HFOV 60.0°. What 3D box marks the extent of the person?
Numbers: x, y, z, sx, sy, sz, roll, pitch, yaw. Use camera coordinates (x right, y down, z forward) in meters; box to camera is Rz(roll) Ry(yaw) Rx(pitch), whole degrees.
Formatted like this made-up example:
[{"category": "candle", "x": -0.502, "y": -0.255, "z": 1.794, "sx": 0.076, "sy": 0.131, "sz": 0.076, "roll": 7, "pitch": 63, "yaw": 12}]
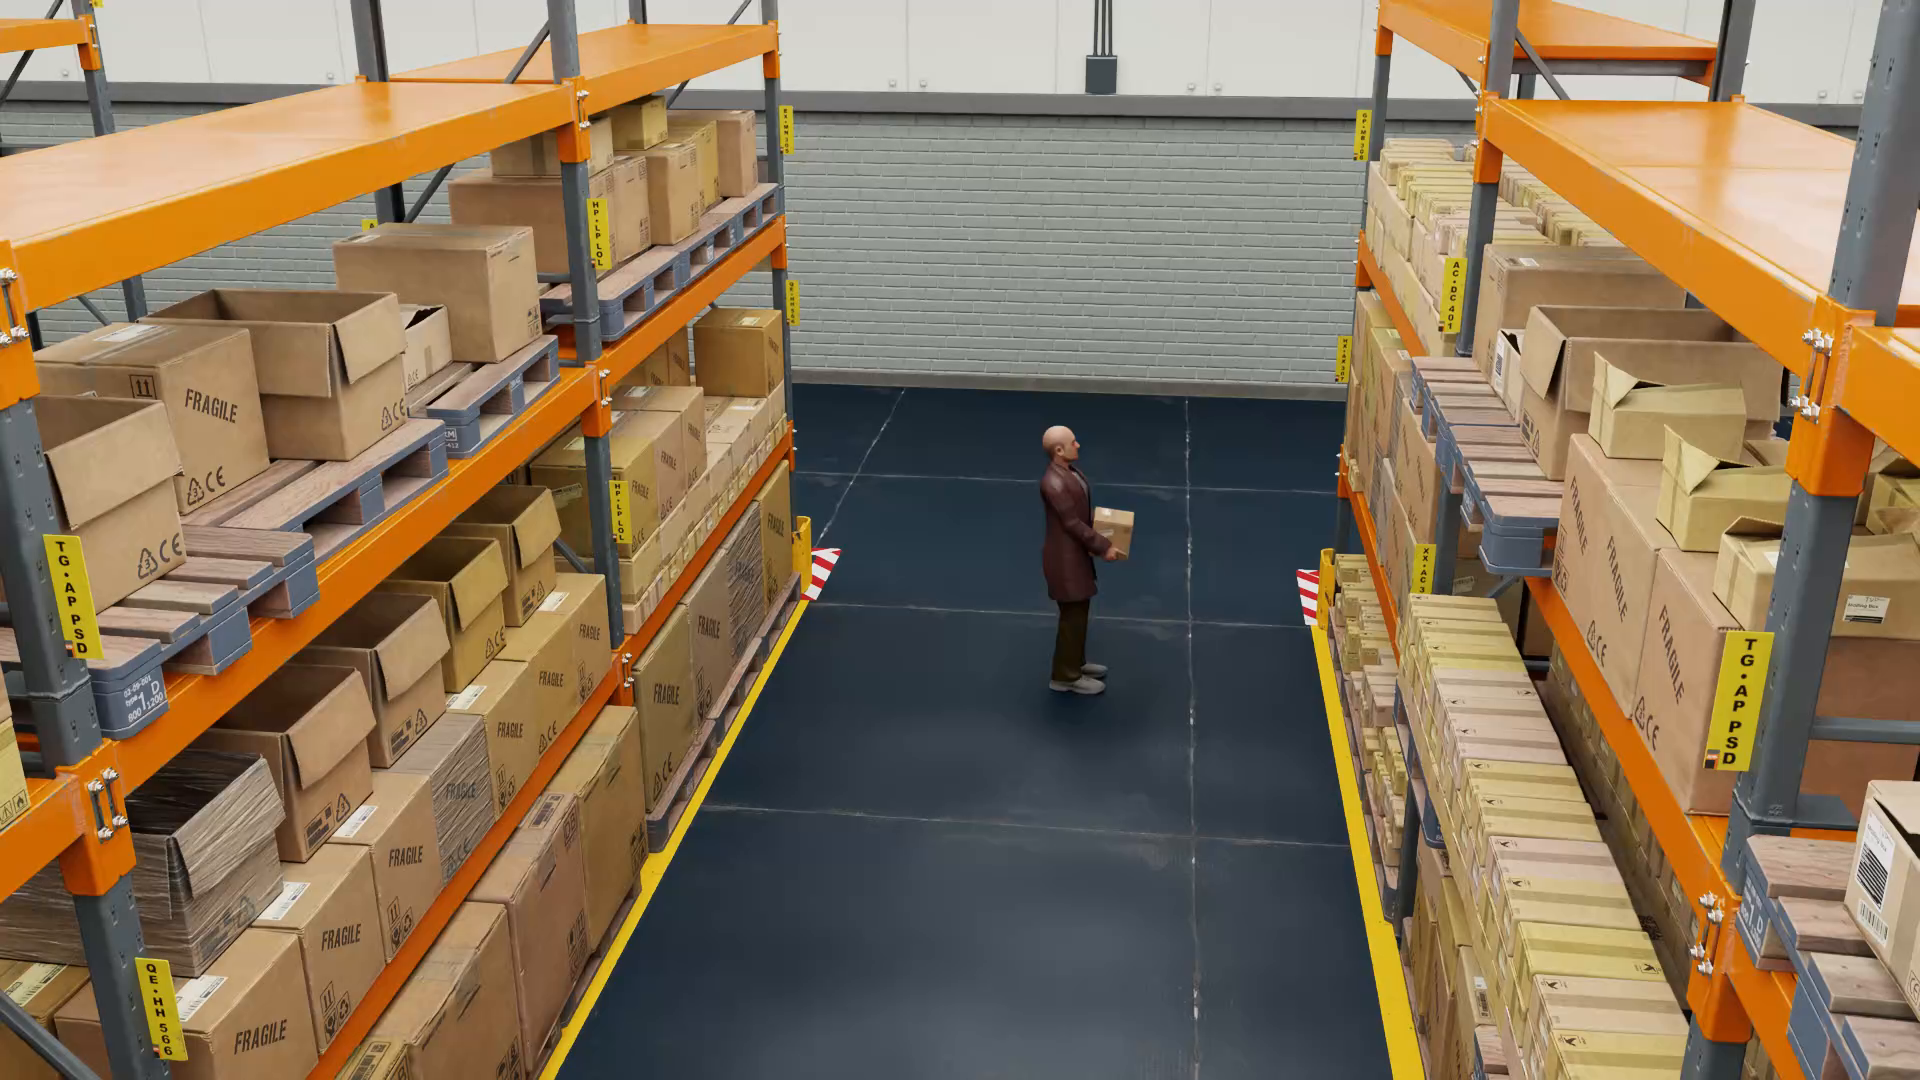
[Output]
[{"category": "person", "x": 0.797, "y": 0.121, "z": 10.792, "sx": 0.563, "sy": 1.769, "sz": 0.527, "roll": 3, "pitch": 21, "yaw": 7}]
